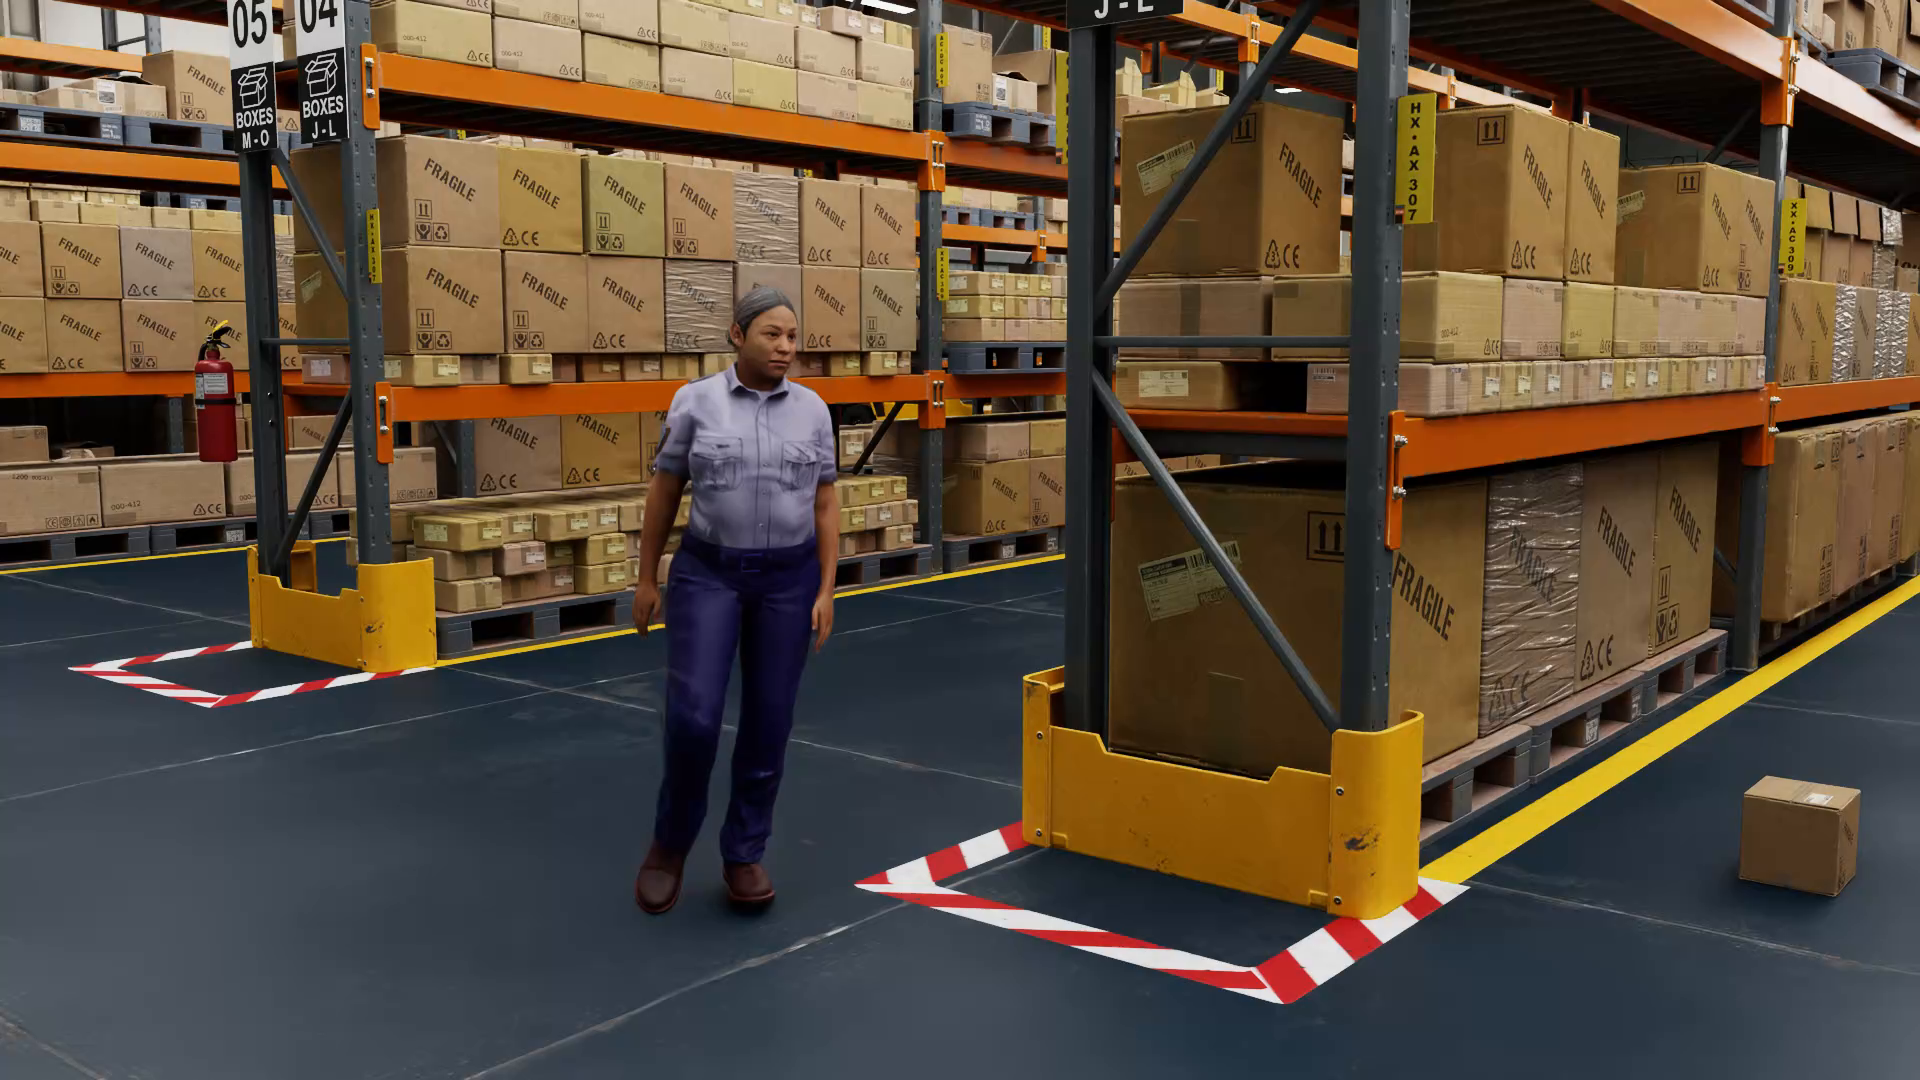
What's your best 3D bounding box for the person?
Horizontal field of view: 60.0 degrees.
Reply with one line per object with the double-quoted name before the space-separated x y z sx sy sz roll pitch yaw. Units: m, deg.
"person" -0.583 0.159 4.400 0.582 1.650 0.447 -2 7 -18
